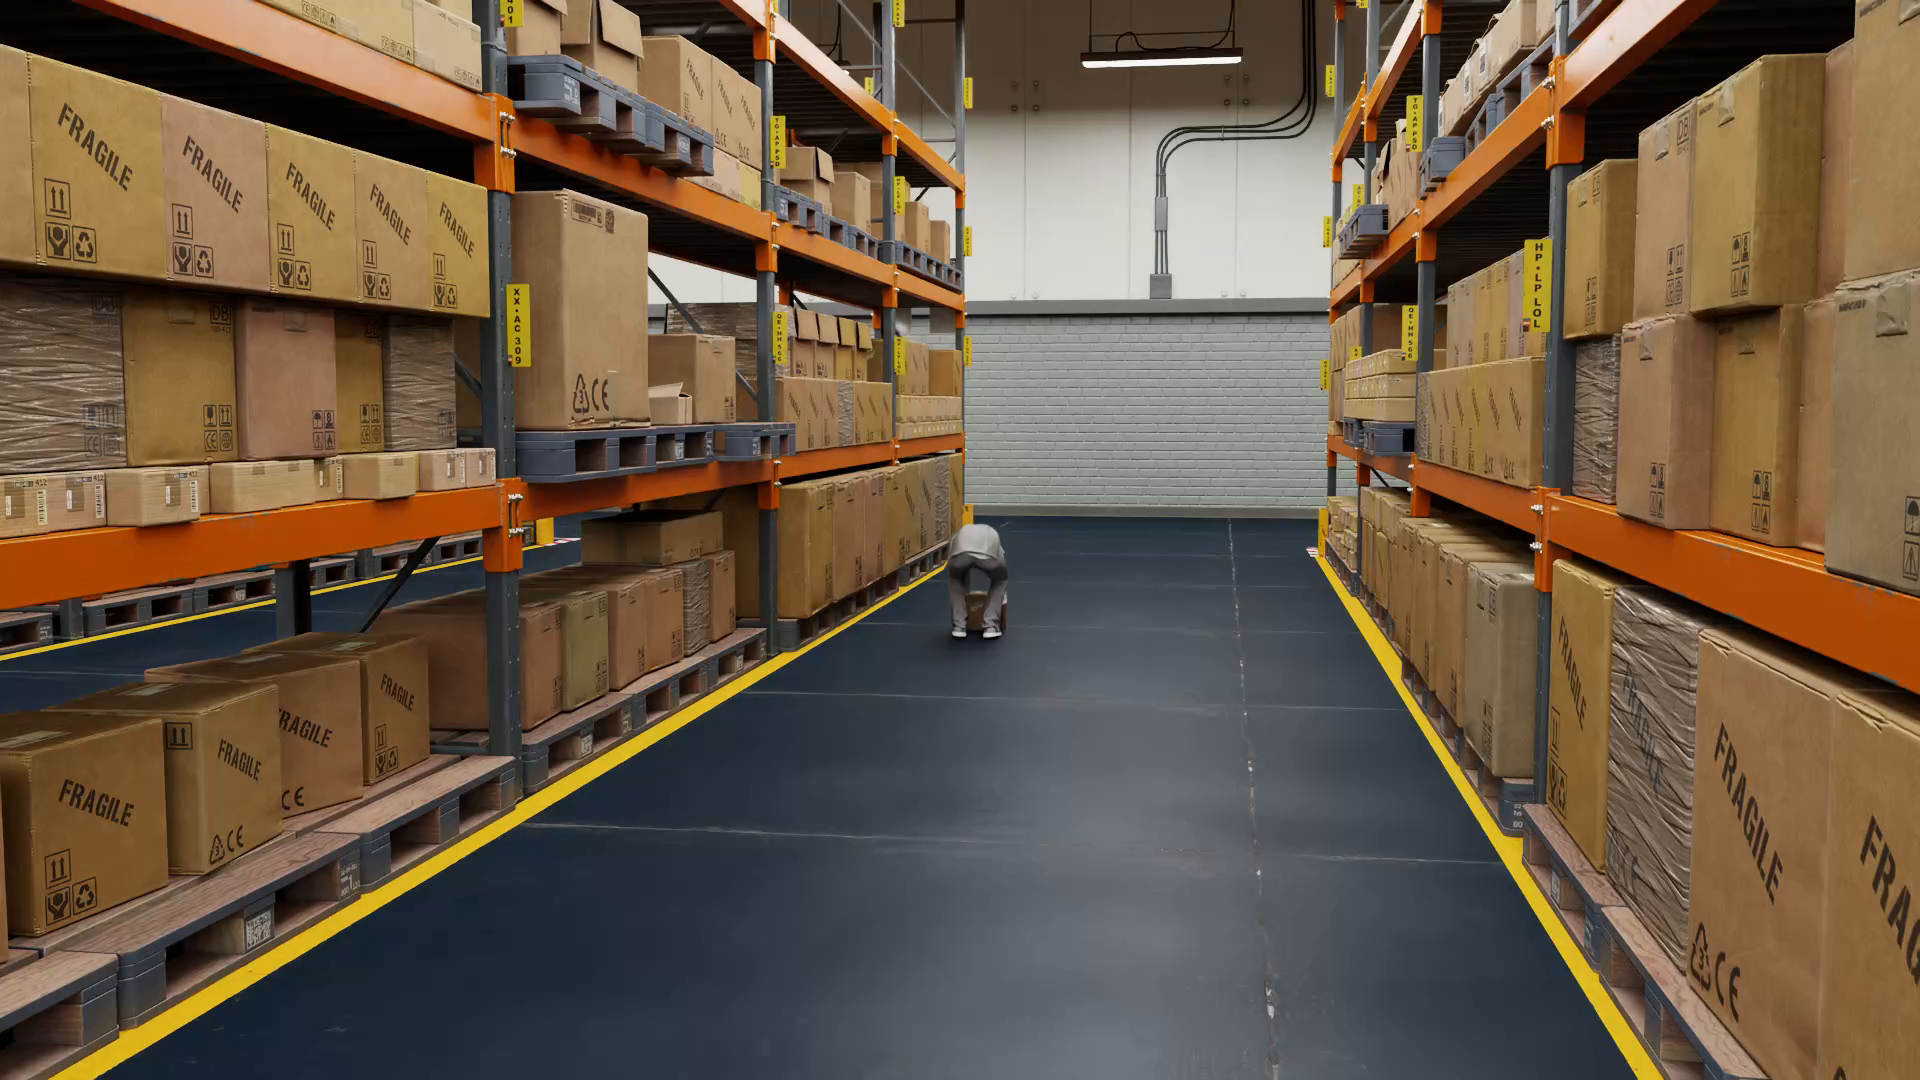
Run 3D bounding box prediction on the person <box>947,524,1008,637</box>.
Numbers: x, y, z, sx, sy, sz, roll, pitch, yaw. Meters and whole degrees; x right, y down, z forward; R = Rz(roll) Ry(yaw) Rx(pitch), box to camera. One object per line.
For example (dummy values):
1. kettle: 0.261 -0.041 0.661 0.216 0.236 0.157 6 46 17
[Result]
1. person: 0.124 0.280 11.712 0.433 0.807 0.864 1 5 6
